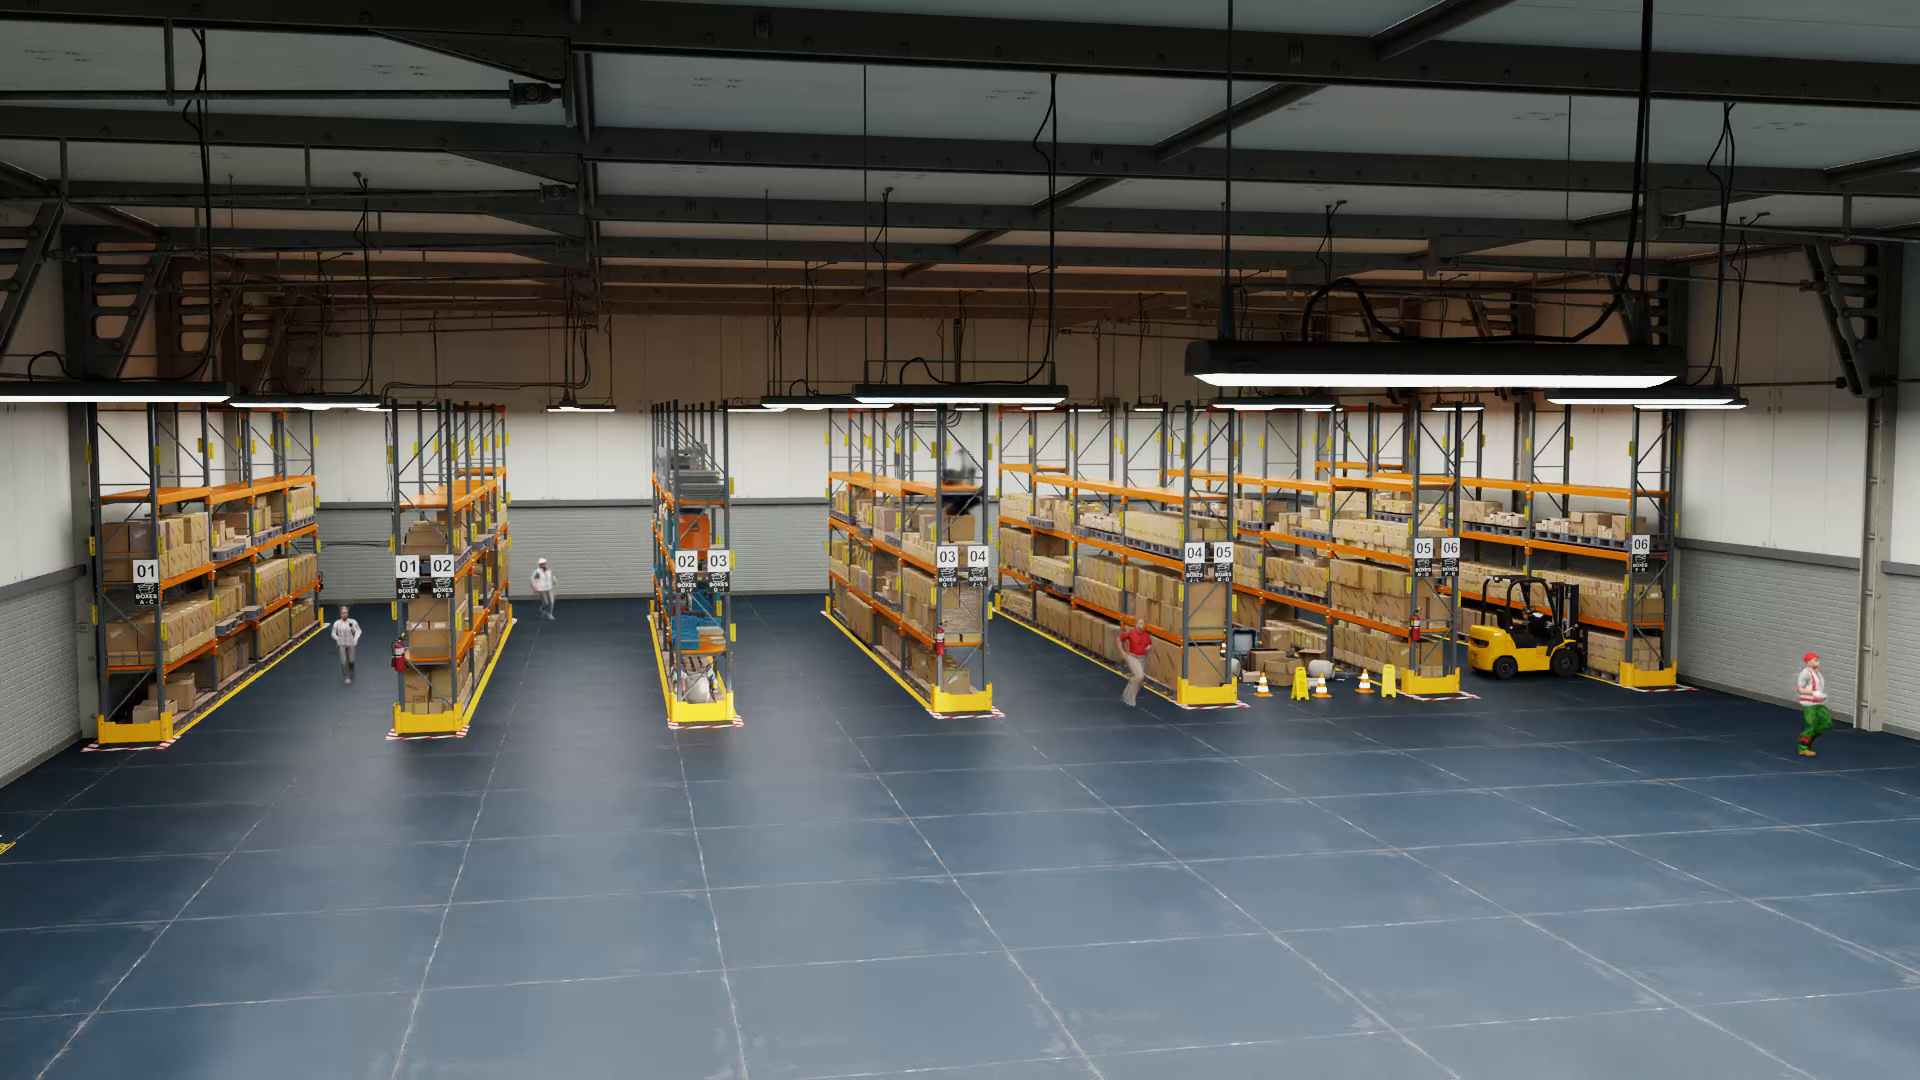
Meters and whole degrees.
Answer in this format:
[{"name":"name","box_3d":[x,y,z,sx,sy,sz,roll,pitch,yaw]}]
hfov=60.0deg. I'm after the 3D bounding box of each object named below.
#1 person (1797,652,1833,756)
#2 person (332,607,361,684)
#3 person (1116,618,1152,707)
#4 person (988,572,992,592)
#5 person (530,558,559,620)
[{"name":"person","box_3d":[14.298,2.745,27.760,0.643,1.741,0.581,-3,5,-31]},{"name":"person","box_3d":[-13.012,2.232,35.260,0.589,1.653,0.528,-1,5,-17]},{"name":"person","box_3d":[3.499,2.418,32.837,0.661,1.732,0.674,-4,6,-40]},{"name":"person","box_3d":[0.543,1.453,45.122,0.706,1.829,0.728,0,4,-5]},{"name":"person","box_3d":[-11.620,1.376,46.430,0.767,1.737,0.603,-4,6,-42]}]
